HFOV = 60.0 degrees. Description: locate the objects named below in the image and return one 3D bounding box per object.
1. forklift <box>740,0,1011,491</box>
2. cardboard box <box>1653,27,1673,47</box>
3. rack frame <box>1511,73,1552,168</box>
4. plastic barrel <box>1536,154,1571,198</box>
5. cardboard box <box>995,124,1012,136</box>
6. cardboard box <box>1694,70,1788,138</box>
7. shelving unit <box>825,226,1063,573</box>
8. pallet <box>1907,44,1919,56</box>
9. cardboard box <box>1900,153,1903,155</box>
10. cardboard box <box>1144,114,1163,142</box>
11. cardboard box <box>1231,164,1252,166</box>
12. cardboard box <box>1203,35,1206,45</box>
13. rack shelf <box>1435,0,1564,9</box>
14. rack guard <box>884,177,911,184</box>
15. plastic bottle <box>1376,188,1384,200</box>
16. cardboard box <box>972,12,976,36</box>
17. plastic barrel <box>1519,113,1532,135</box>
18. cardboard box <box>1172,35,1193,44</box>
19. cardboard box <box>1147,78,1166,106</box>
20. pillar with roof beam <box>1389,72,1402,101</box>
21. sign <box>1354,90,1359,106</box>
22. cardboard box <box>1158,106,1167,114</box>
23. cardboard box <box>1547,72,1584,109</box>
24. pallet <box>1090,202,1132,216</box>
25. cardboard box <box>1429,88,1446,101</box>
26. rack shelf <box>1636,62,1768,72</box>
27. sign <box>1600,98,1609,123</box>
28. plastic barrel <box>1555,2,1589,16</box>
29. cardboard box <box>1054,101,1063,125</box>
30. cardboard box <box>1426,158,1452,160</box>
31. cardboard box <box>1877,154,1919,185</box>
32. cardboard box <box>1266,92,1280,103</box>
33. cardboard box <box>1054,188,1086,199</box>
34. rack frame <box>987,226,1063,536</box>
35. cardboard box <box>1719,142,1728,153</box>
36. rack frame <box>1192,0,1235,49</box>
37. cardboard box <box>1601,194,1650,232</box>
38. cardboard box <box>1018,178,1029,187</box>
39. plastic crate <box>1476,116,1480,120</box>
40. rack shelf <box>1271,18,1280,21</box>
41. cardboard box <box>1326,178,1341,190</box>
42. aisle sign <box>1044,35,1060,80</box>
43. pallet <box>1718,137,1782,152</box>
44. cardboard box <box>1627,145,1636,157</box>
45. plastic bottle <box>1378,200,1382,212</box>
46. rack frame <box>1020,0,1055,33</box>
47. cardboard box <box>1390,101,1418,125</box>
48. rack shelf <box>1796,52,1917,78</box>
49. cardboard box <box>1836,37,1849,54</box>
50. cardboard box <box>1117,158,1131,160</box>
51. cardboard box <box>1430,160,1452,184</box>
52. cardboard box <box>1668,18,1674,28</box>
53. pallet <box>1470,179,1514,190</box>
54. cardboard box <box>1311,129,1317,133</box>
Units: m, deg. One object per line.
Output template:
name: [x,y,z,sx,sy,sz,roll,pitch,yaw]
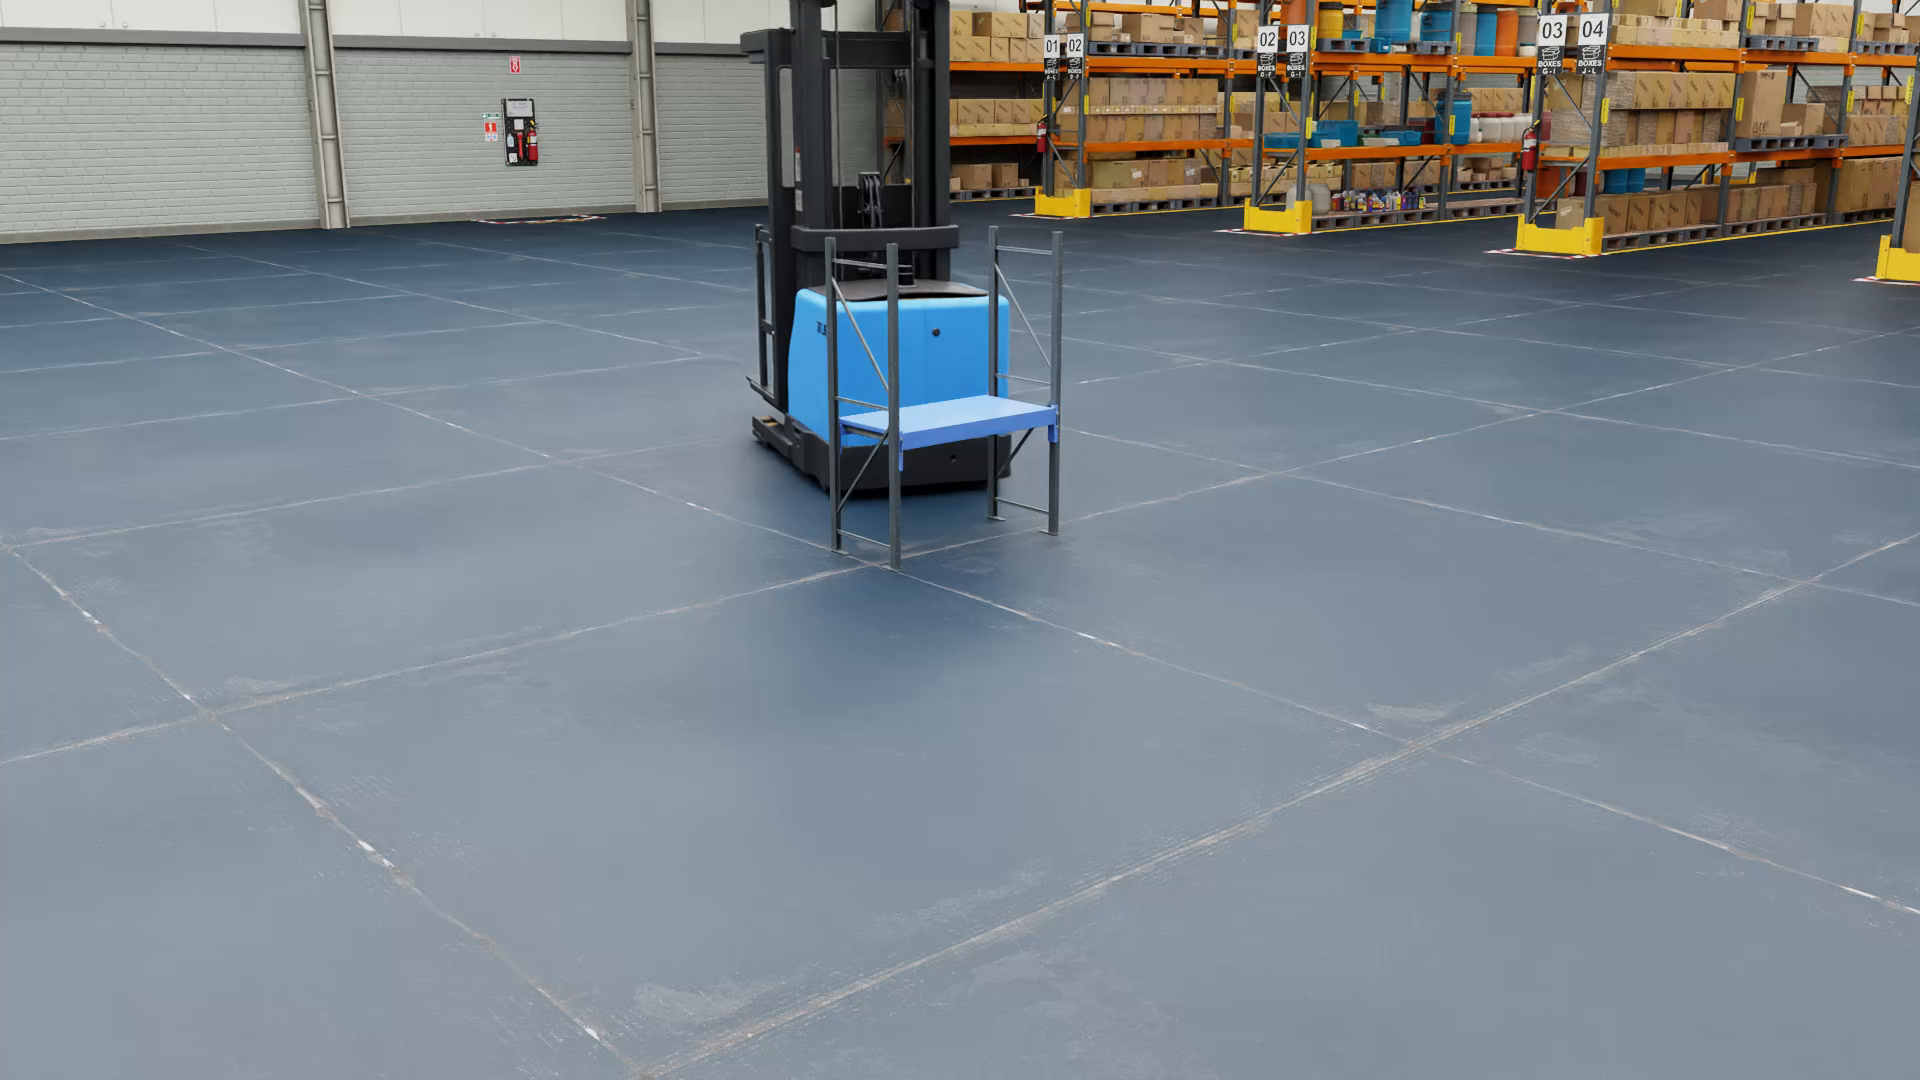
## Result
forklift: [-0.682,-2.018,10.126,1.130,2.935,3.031,-5,16,-19]
cardboard box: [9.700,-7.101,23.501,0.500,0.250,0.500,-13,20,-40]
rack frame: [13.975,-10.161,40.478,0.127,3.000,1.000,-13,19,-39]
plastic barrel: [11.547,-7.082,32.341,0.708,0.830,0.600,-13,19,-39]
cardboard box: [0.759,-8.719,35.331,0.500,0.250,0.500,-13,20,-40]
cardboard box: [12.114,-6.799,25.916,1.000,1.000,1.000,-12,19,-39]
shelving unit: [-0.064,-0.710,8.002,1.048,1.500,0.538,-13,19,-39]
pallet: [16.798,-8.746,29.739,1.217,0.209,0.805,-14,20,-42]
cardboard box: [18.008,-6.827,31.299,0.875,0.875,0.875,-13,19,-39]
cardboard box: [3.432,-7.838,31.589,0.500,0.500,0.700,-12,19,-38]
cardboard box: [5.806,-7.572,34.211,0.500,0.311,0.500,-13,20,-40]
cardboard box: [5.379,-11.673,39.280,0.500,0.500,0.700,-14,20,-42]
rack shelf: [12.466,-12.372,38.529,4.000,0.370,1.077,-13,19,-39]
rack guard: [-1.292,-7.220,34.310,0.348,0.500,1.175,-13,19,-39]
plastic bottle: [7.385,-6.012,29.226,0.185,0.351,0.144,-13,19,-39]
cardboard box: [-0.021,-10.786,34.835,0.500,0.500,0.500,-13,20,-39]
plastic barrel: [10.553,-7.679,30.970,0.421,0.512,0.421,0,15,0]
cardboard box: [4.192,-9.469,31.477,0.250,0.149,0.380,-13,19,-39]
cardboard box: [3.456,-8.472,31.447,0.500,0.500,0.700,-13,19,-39]
pillar with roof beam: [15.016,-13.811,42.517,0.400,9.000,9.100,-13,19,-39]
sign: [8.307,-9.258,34.853,0.005,0.325,0.100,-13,19,-39]
cardboard box: [3.701,-8.142,31.468,0.250,0.149,0.380,-12,19,-38]
cardboard box: [8.658,-6.338,23.457,0.500,0.500,0.500,-13,19,-39]
pallet: [2.455,-6.241,31.206,1.213,0.211,1.003,-13,19,-39]
cardboard box: [11.169,-10.151,38.309,0.500,0.500,0.500,-13,19,-39]
rack shelf: [15.715,-9.959,35.303,4.000,0.370,1.077,-13,19,-39]
sign: [8.761,-5.834,22.602,0.005,0.325,0.100,-13,19,-39]
plastic barrel: [11.619,-9.796,31.653,0.708,0.830,0.600,-13,19,-39]
cardboard box: [2.074,-9.433,36.704,0.500,0.500,0.700,-13,19,-39]
cardboard box: [11.201,-8.640,38.775,0.500,0.500,0.500,-13,19,-39]
cardboard box: [16.988,-6.618,30.519,0.875,0.875,1.225,-13,19,-39]
cardboard box: [7.519,-10.882,40.916,0.500,0.250,0.500,-12,19,-38]
cardboard box: [2.116,-6.474,31.187,0.500,0.250,0.500,-13,19,-39]
rack frame: [0.319,-0.796,8.325,0.032,1.500,0.500,-13,19,-39]
cardboard box: [11.453,-5.984,25.327,0.250,0.149,0.380,-13,19,-39]
rack frame: [4.923,-11.027,32.094,0.127,3.000,1.000,-13,19,-39]
cardboard box: [9.800,-4.830,24.548,0.500,0.500,0.500,-10,18,-34]
cardboard box: [1.284,-7.839,36.424,0.380,0.166,0.250,13,20,40]
plastic crate: [9.769,-7.658,30.982,0.583,0.464,0.402,-13,19,-39]
rack shelf: [9.212,-13.144,42.188,4.000,0.370,1.077,-13,19,-39]
cardboard box: [7.703,-7.544,35.194,0.500,0.250,0.500,-12,19,-38]
aisle sign: [1.663,-8.753,30.168,0.004,0.787,0.394,-13,19,-39]
pallet: [12.095,-6.208,26.049,1.213,0.211,1.003,-13,19,-39]
cardboard box: [9.351,-5.526,23.614,0.250,0.149,0.380,-13,19,-39]
plastic bottle: [7.135,-5.685,28.289,0.097,0.201,0.097,0,15,0]
rack frame: [1.668,-11.990,35.702,0.127,3.000,1.000,-13,19,-39]
cardboard box: [9.665,-9.423,36.709,0.700,0.500,0.500,10,18,33]
rack shelf: [15.949,-8.317,29.156,4.000,0.370,1.077,-13,19,-39]
cardboard box: [14.243,-8.125,27.334,0.500,0.250,0.500,-13,19,-39]
cardboard box: [3.237,-7.093,32.053,0.500,0.500,0.500,-13,19,-39]
cardboard box: [10.774,-8.349,37.685,0.500,0.500,0.500,-13,20,-40]
cardboard box: [9.926,-7.358,23.688,0.250,0.149,0.380,-13,20,-40]
pallet: [12.397,-8.460,39.514,1.213,0.211,1.003,-13,19,-39]
cardboard box: [7.443,-8.478,34.665,0.250,0.149,0.380,-13,19,-39]
